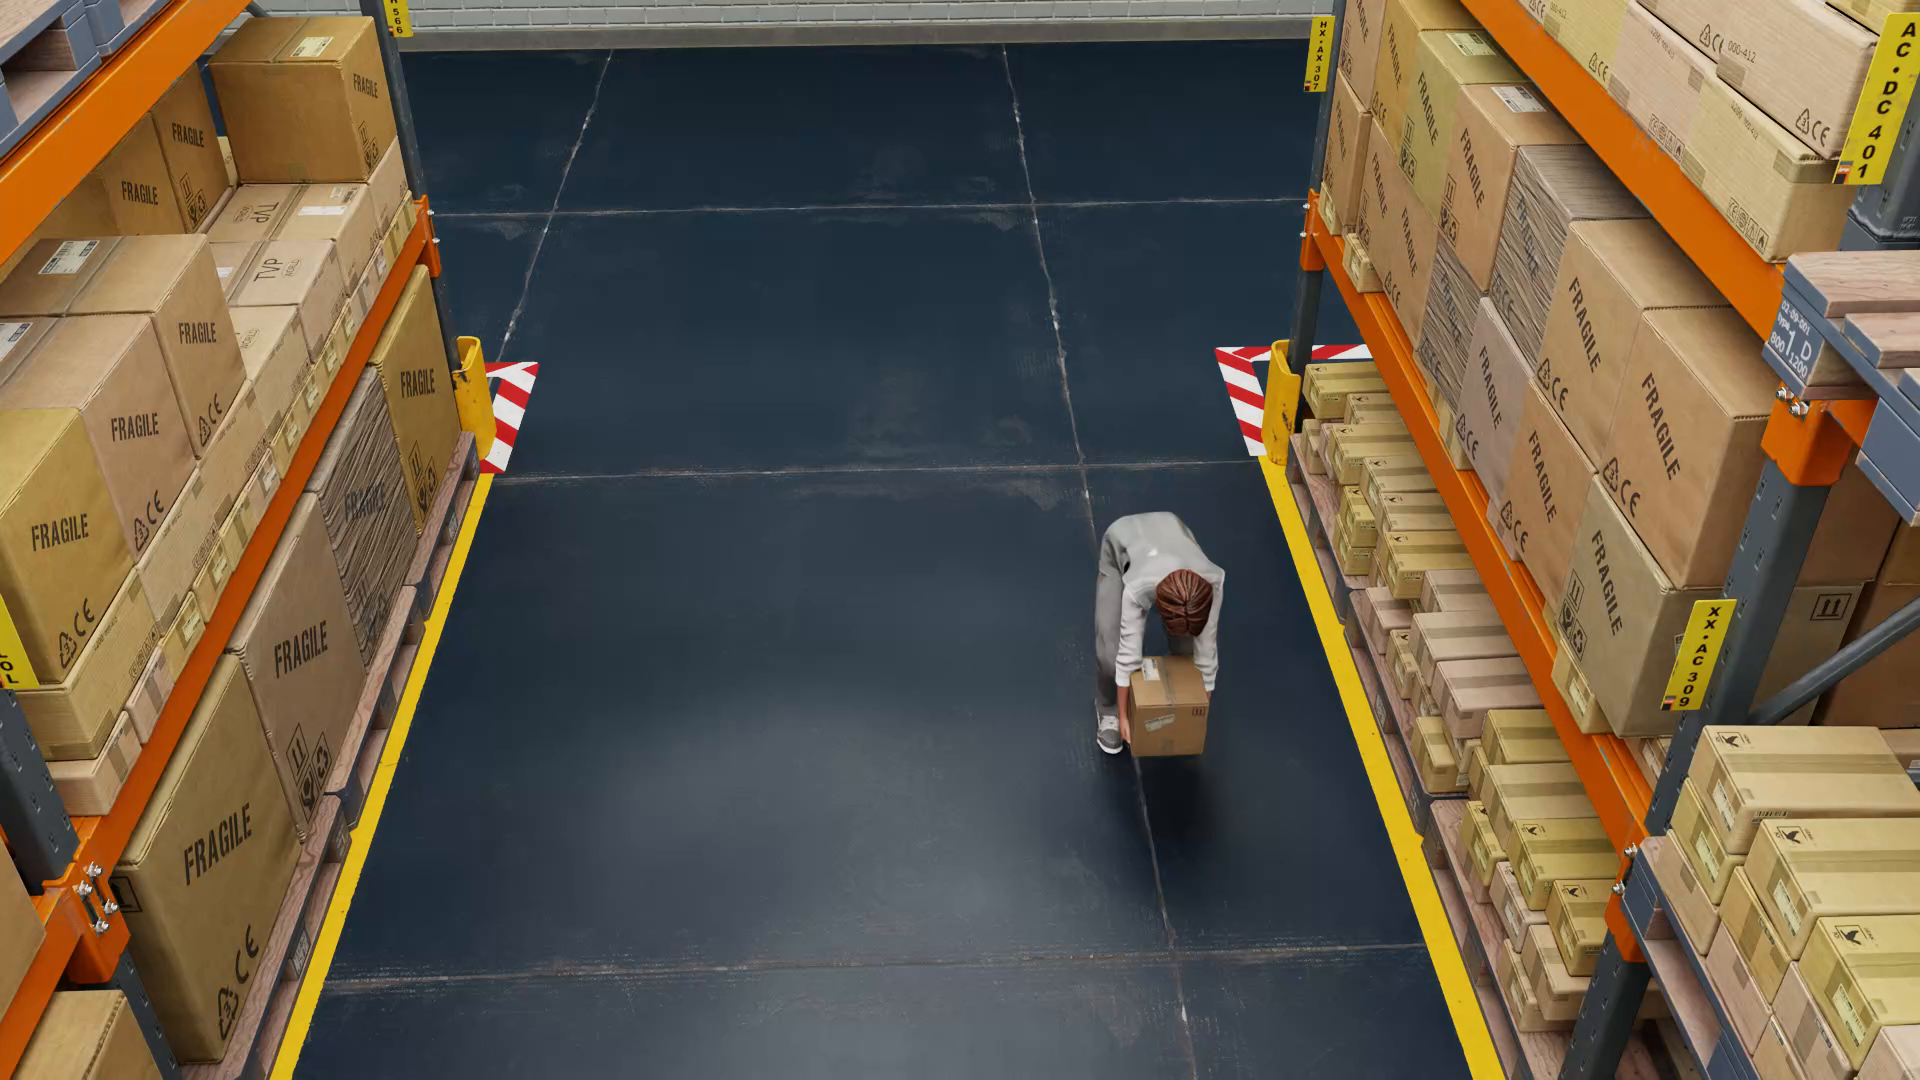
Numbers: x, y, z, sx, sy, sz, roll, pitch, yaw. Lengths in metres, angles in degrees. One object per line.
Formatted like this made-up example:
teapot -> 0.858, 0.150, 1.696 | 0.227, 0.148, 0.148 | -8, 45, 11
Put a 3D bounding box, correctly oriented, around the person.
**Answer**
person -> 0.708, 0.403, 6.009 | 0.402, 1.115, 0.842 | -3, 36, -4
